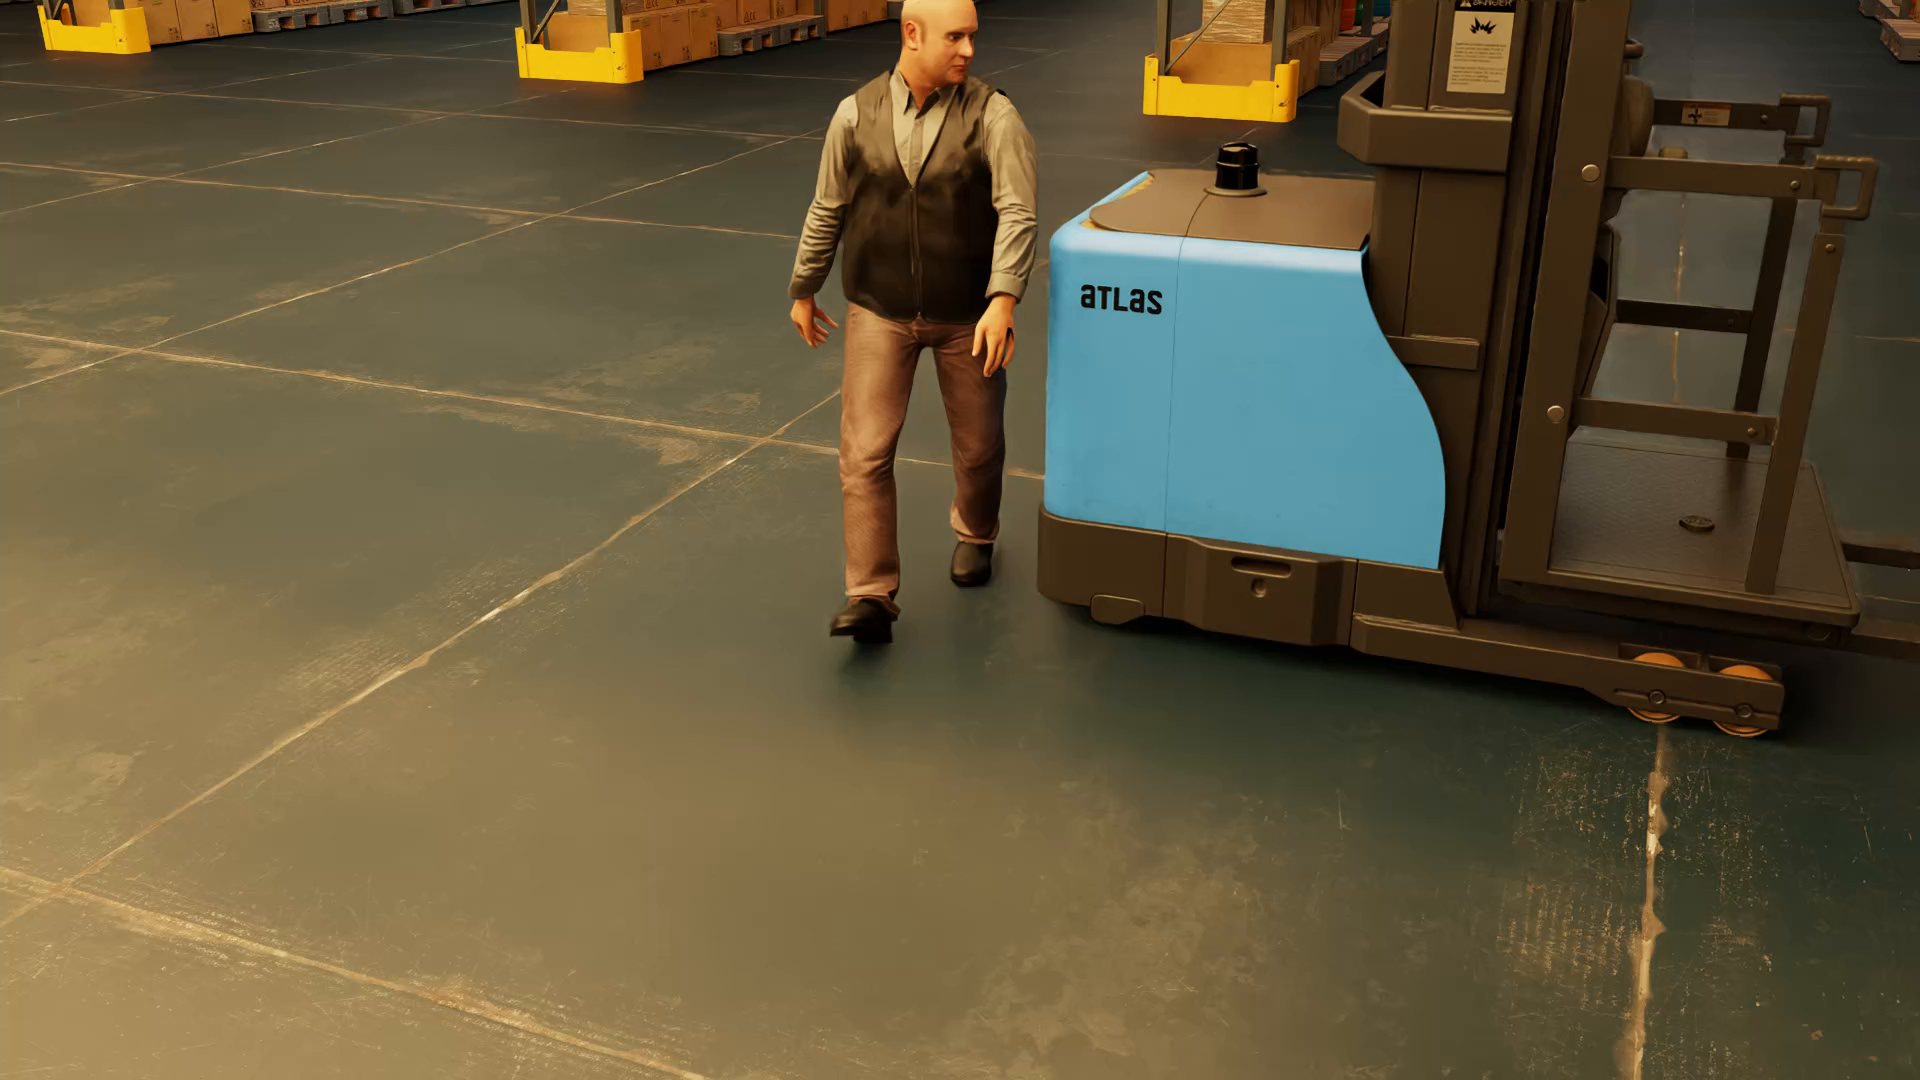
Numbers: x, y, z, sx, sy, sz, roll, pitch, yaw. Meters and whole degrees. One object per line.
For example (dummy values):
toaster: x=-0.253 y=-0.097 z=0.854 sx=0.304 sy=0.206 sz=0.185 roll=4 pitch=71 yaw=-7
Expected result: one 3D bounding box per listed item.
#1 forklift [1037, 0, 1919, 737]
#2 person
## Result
forklift: x=1.785 y=-1.114 z=3.958 sx=3.031 sy=2.935 sz=1.130 roll=8 pitch=24 yaw=19
person: x=-0.137 y=-0.573 z=4.331 sx=0.676 sy=1.676 sz=0.892 roll=2 pitch=23 yaw=4
